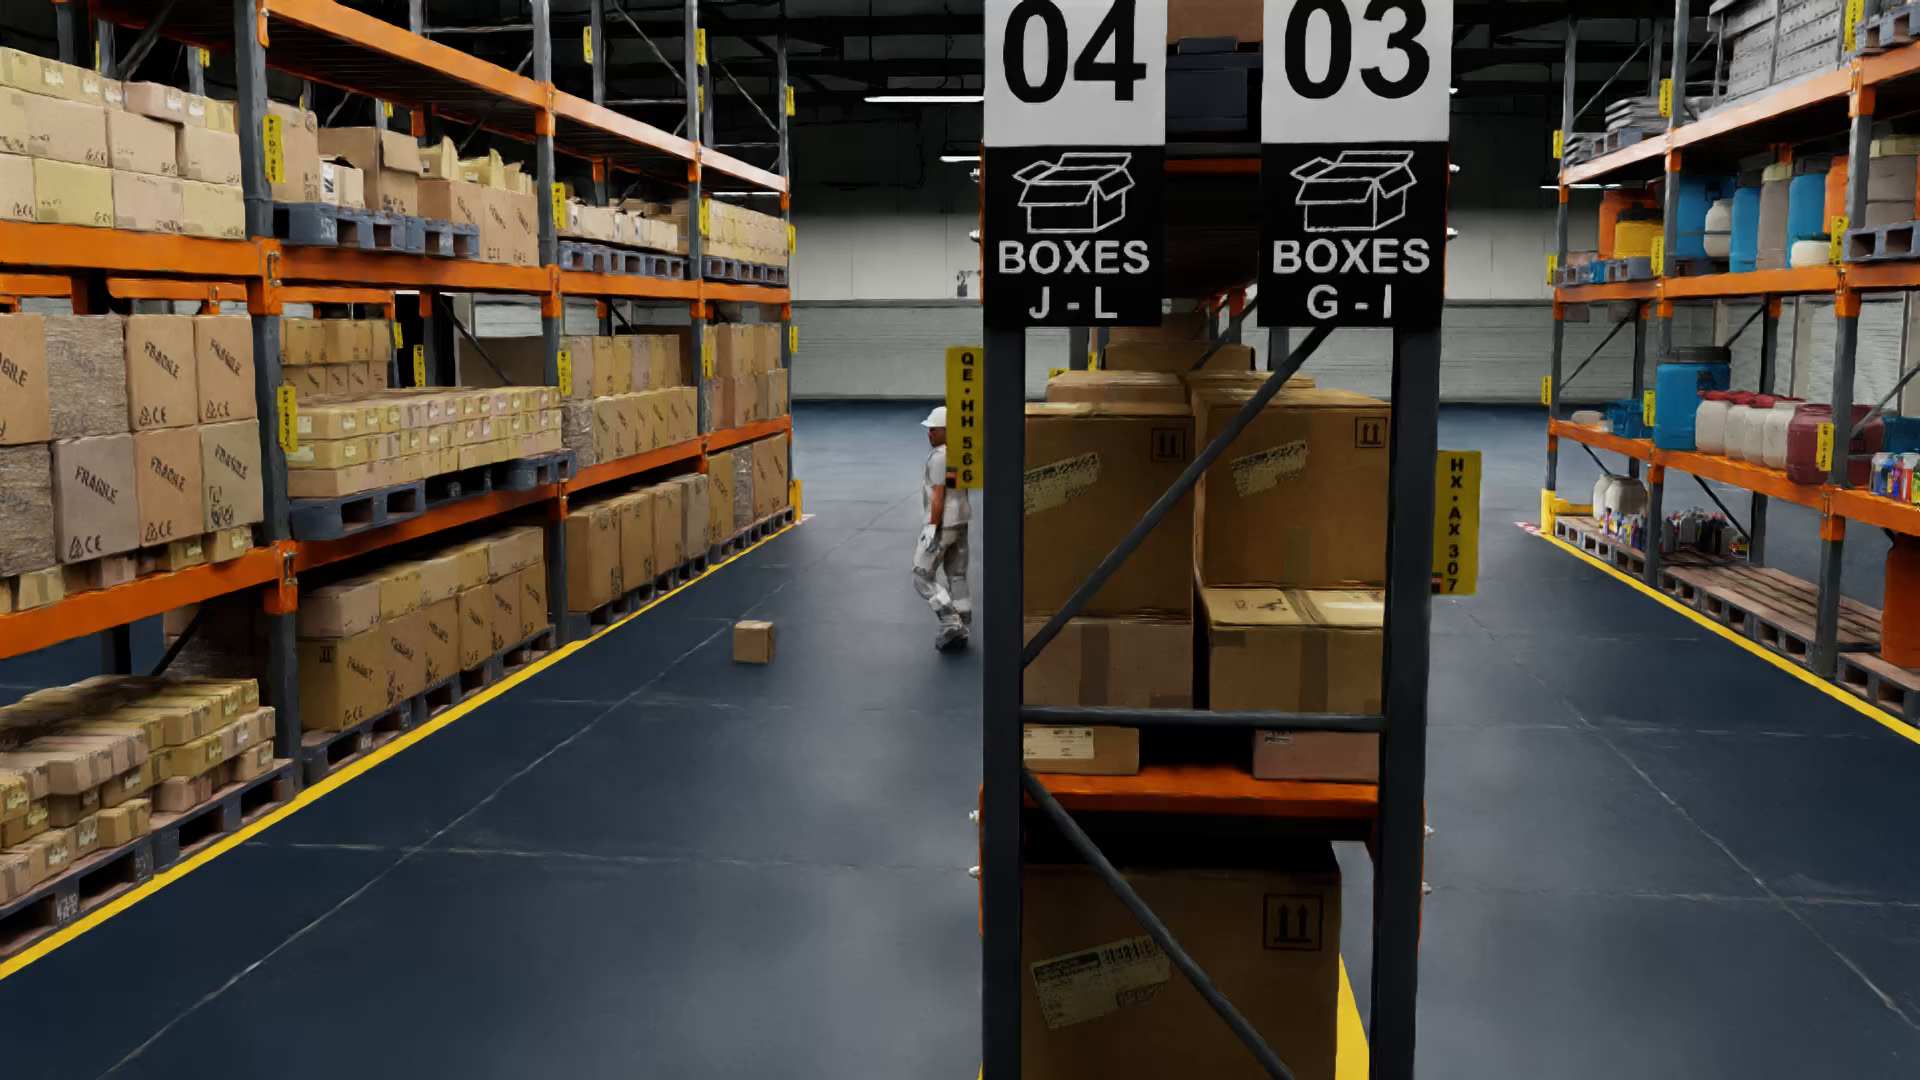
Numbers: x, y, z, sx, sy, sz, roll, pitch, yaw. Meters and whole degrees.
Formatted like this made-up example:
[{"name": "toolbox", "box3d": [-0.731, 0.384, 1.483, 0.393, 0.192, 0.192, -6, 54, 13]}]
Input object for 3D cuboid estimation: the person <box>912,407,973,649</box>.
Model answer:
[{"name": "person", "box3d": [-0.077, -0.089, 12.263, 0.430, 1.789, 0.594, 4, 9, 30]}]
